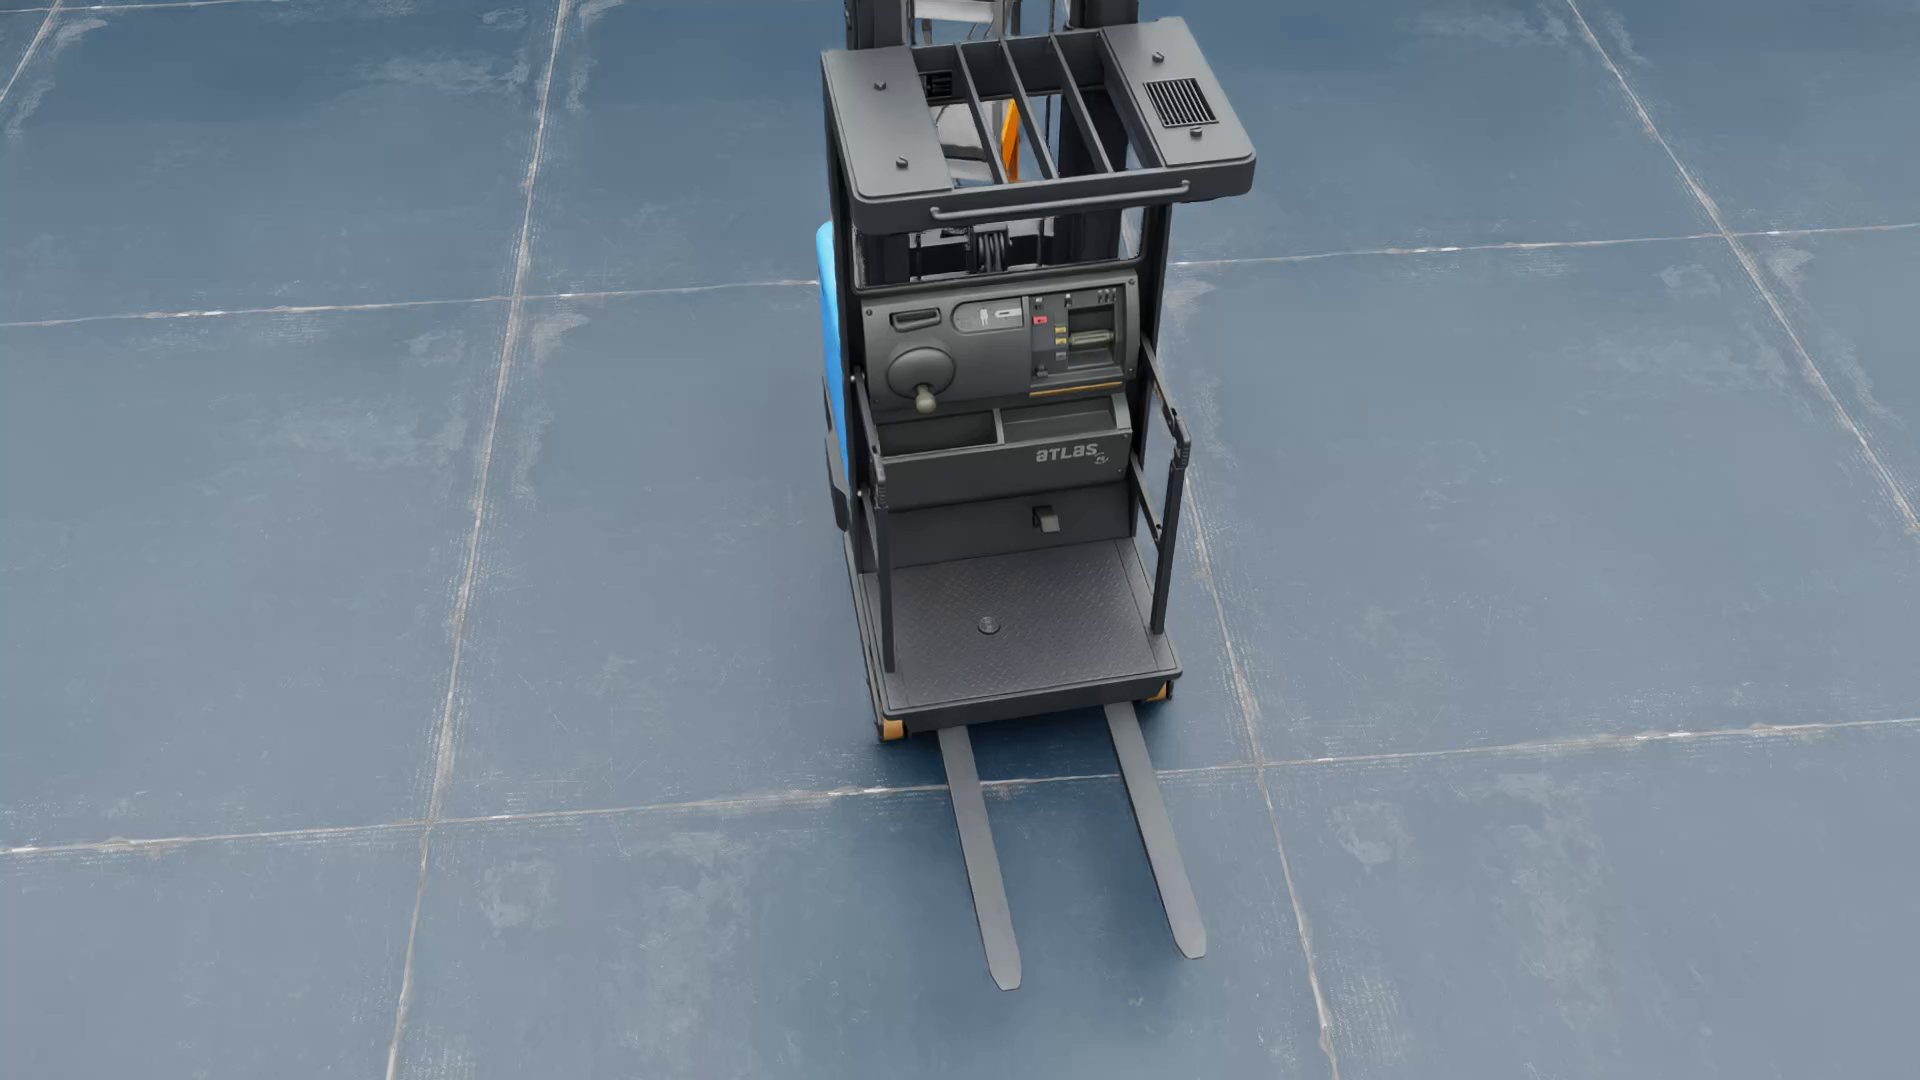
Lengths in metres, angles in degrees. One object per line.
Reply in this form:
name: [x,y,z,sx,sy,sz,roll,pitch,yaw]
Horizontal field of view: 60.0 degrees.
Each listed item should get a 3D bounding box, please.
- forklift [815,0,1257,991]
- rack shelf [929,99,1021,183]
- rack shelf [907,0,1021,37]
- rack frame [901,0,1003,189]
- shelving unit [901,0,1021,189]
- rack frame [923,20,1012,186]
forklift: [0.183,-0.560,5.398,1.130,2.935,3.031,-8,47,-7]
rack shelf: [0.008,-1.602,6.975,0.431,0.518,0.480,7,47,7]
rack shelf: [0.004,-2.084,6.467,0.431,0.518,0.480,7,47,7]
rack frame: [-0.033,-1.437,6.799,0.400,2.100,0.015,7,47,7]
shelving unit: [0.008,-1.612,6.965,0.431,2.100,0.503,7,47,7]
rack frame: [0.048,-1.786,7.130,0.400,2.100,0.015,7,47,7]
